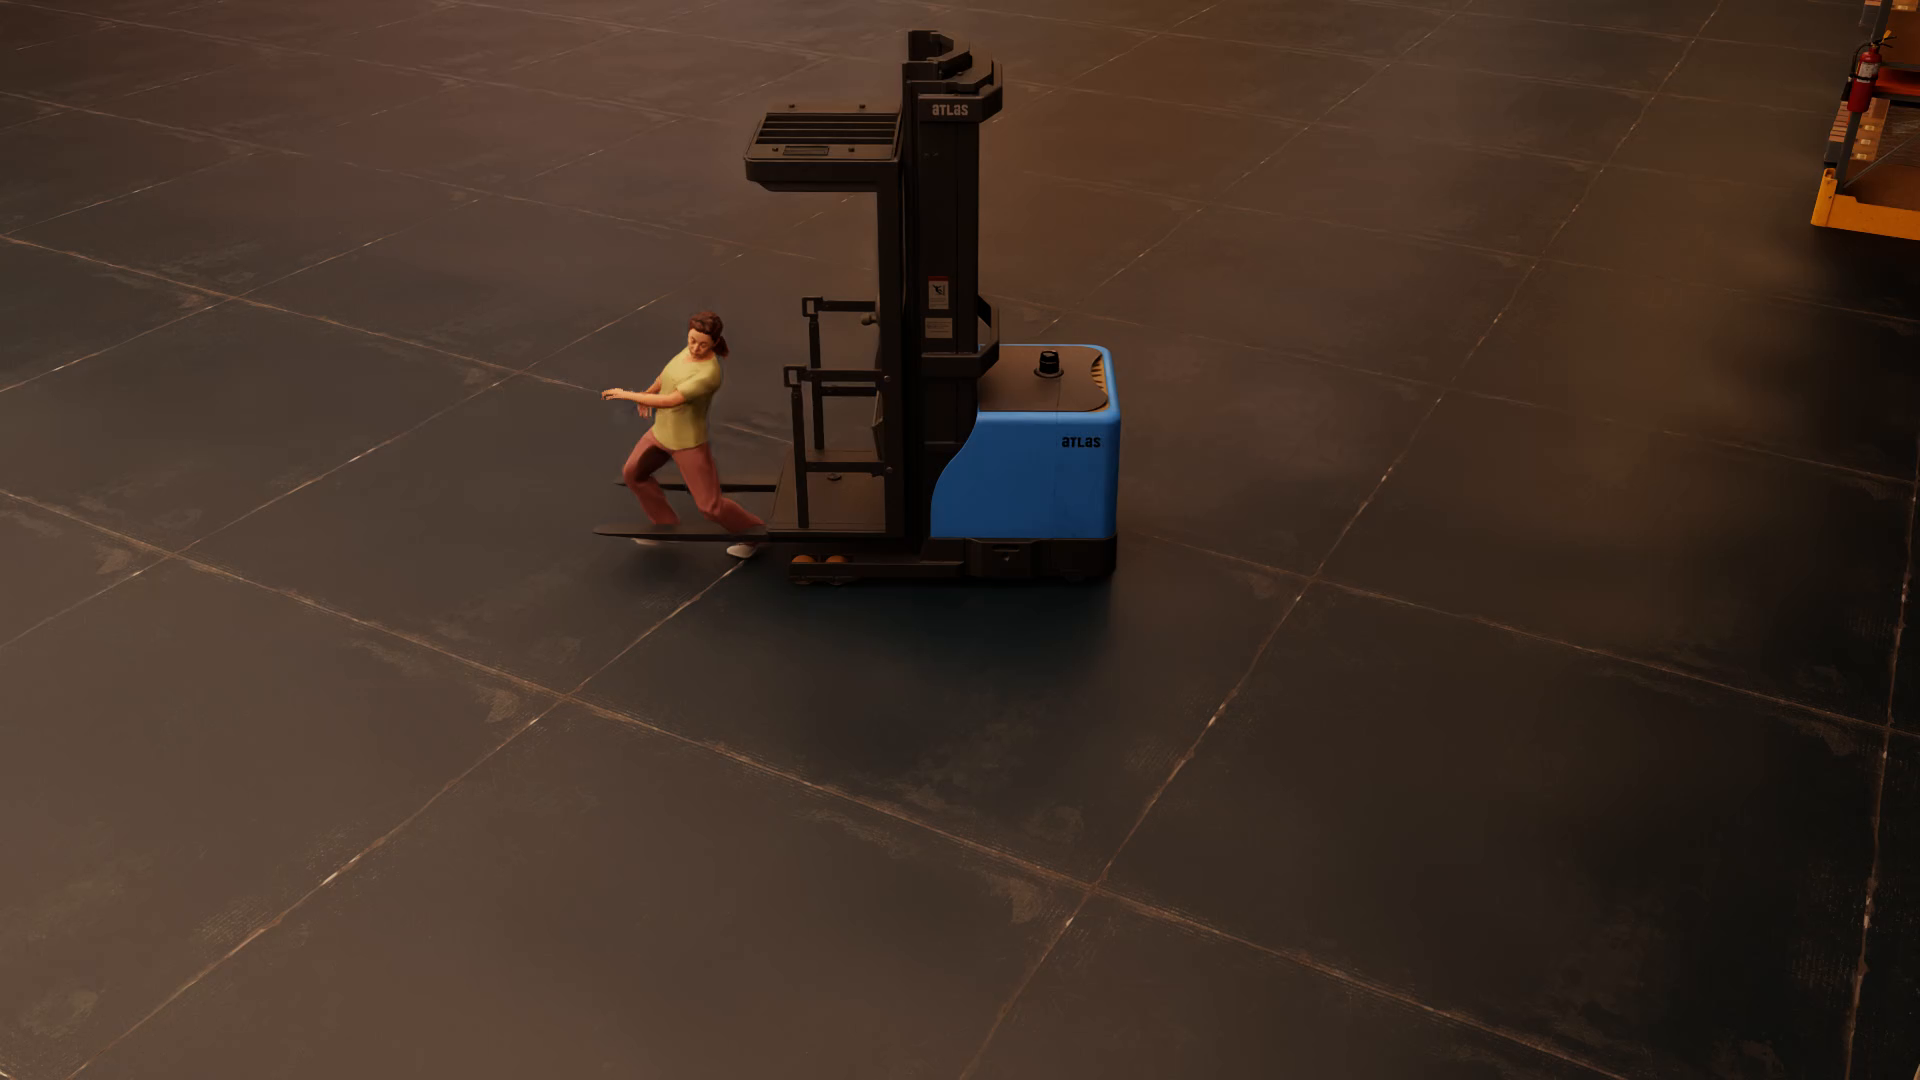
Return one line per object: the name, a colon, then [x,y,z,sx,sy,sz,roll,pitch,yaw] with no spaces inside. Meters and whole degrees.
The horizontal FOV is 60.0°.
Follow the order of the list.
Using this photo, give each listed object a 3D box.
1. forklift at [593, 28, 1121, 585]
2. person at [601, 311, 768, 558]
forklift: [-0.610,-1.275,9.279,3.031,2.935,1.130,0,30,1]
person: [-1.625,-0.615,9.491,0.824,1.510,0.773,-22,37,-33]
